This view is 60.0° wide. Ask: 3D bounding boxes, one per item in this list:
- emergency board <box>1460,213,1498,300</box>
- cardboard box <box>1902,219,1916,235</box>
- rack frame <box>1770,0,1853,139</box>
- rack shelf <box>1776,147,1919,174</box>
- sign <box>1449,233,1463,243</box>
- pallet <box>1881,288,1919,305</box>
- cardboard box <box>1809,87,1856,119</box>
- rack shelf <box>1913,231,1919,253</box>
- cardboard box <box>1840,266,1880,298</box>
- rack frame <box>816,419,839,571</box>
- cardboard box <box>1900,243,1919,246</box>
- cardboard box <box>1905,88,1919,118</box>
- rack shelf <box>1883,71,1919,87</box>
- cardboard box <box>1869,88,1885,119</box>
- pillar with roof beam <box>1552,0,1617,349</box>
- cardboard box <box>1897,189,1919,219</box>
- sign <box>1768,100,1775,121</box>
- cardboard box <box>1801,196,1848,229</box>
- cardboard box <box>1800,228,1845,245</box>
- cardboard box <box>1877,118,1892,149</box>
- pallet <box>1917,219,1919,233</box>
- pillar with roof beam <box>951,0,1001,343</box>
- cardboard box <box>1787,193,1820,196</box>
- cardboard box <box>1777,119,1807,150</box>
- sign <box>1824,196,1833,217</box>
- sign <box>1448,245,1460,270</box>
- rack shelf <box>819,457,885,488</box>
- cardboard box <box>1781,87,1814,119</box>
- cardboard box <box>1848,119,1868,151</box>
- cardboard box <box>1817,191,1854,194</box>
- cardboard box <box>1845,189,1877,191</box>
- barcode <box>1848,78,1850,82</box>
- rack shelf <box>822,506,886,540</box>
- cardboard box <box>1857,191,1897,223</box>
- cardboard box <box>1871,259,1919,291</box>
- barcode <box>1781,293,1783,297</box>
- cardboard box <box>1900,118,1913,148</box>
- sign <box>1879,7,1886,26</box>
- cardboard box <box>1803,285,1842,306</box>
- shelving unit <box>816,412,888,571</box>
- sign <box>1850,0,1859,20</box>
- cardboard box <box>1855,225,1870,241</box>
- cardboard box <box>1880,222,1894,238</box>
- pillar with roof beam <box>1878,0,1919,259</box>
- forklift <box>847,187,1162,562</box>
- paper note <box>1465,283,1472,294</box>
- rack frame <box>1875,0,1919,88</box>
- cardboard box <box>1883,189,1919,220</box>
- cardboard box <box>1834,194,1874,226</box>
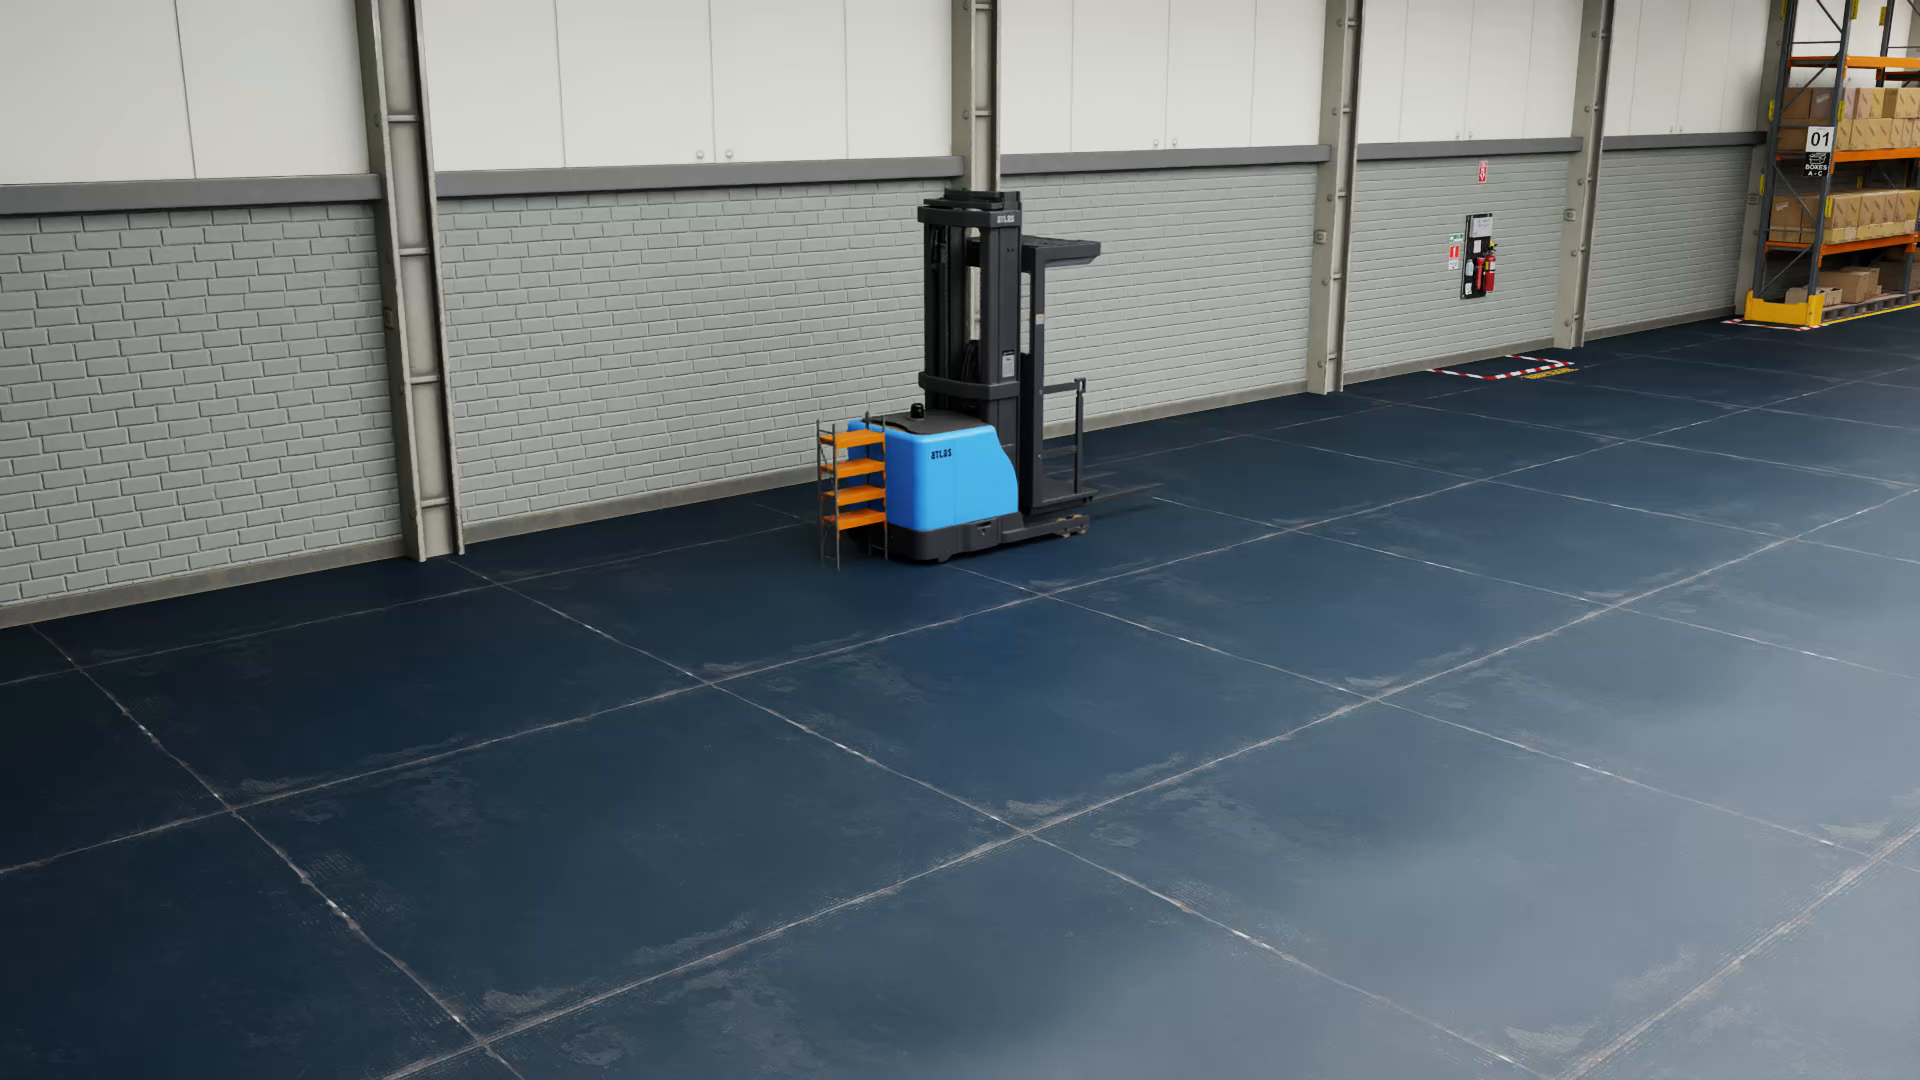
[{"bbox_3d":[7.325,-3.971,23.305,0.643,1.169,0.194,-13,19,-39],"label":"emergency board"},{"bbox_3d":[16.639,-5.587,29.607,0.500,0.250,0.500,-13,19,-39],"label":"cardboard box"},{"bbox_3d":[13.780,-8.010,26.801,0.127,3.000,1.000,-13,19,-39],"label":"rack frame"},{"bbox_3d":[15.289,-6.552,28.549,4.000,0.370,1.077,-13,19,-39],"label":"rack shelf"},{"bbox_3d":[6.849,-4.170,22.952,0.331,0.109,0.001,-13,19,-39],"label":"sign"},{"bbox_3d":[17.384,-4.574,30.966,1.213,0.211,1.003,-13,19,-39],"label":"pallet"},{"bbox_3d":[14.230,-7.120,27.111,0.500,0.500,0.500,14,21,43],"label":"cardboard box"},{"bbox_3d":[18.306,-5.781,31.473,4.000,0.370,1.077,-13,19,-39],"label":"rack shelf"},{"bbox_3d":[16.041,-4.611,29.690,0.500,0.500,0.500,14,21,43],"label":"cardboard box"},{"bbox_3d":[-1.054,-0.354,13.250,0.015,1.200,0.240,-13,20,-38],"label":"rack frame"},{"bbox_3d":[18.062,-5.449,31.374,0.500,0.250,0.500,-13,20,-41],"label":"cardboard box"},{"bbox_3d":[16.189,-7.547,28.707,0.500,0.500,0.500,-11,19,-36],"label":"cardboard box"},{"bbox_3d":[18.306,-8.486,30.750,4.000,0.370,1.077,-13,19,-39],"label":"rack shelf"},{"bbox_3d":[15.021,-7.284,27.725,0.500,0.500,0.500,-12,19,-38],"label":"cardboard box"},{"bbox_3d":[12.040,-6.443,20.932,0.400,9.000,9.100,-13,19,-39],"label":"pillar with roof beam"},{"bbox_3d":[17.204,-6.130,30.340,0.500,0.500,0.700,-13,19,-39],"label":"cardboard box"},{"bbox_3d":[13.431,-7.100,27.491,0.005,0.325,0.100,-13,19,-39],"label":"sign"},{"bbox_3d":[14.338,-5.434,27.579,0.500,0.500,0.500,-13,19,-39],"label":"cardboard box"},{"bbox_3d":[14.357,-5.070,27.670,0.500,0.250,0.500,-13,20,-41],"label":"cardboard box"},{"bbox_3d":[15.404,-6.895,28.204,0.500,0.500,0.500,-11,19,-36],"label":"cardboard box"},{"bbox_3d":[17.470,-5.798,30.515,1.213,0.211,1.003,-13,19,-39],"label":"pallet"},{"bbox_3d":[2.987,-4.410,13.322,0.400,9.000,9.100,-13,19,-39],"label":"pillar with roof beam"},{"bbox_3d":[14.382,-5.616,28.261,0.500,0.500,0.500,-12,19,-39],"label":"cardboard box"},{"bbox_3d":[13.929,-6.739,27.621,0.500,0.500,0.500,-11,18,-35],"label":"cardboard box"},{"bbox_3d":[14.136,-5.424,27.068,0.005,0.325,0.100,-13,19,-39],"label":"sign"},{"bbox_3d":[6.840,-3.915,23.024,0.234,0.329,0.001,-13,19,-39],"label":"sign"},{"bbox_3d":[-0.868,-0.547,13.360,0.480,0.148,0.258,-13,20,-38],"label":"rack shelf"},{"bbox_3d":[13.934,-7.226,27.507,0.500,0.500,0.500,-12,19,-37],"label":"cardboard box"},{"bbox_3d":[14.625,-6.711,27.517,0.500,0.500,0.500,-11,19,-36],"label":"cardboard box"},{"bbox_3d":[15.149,-5.790,28.911,0.500,0.500,0.500,-12,19,-39],"label":"cardboard box"},{"bbox_3d":[15.913,-5.963,29.560,0.500,0.500,0.500,-13,20,-40],"label":"cardboard box"},{"bbox_3d":[15.467,-8.005,28.911,0.075,0.075,0.001,-13,19,-39],"label":"barcode"},{"bbox_3d":[-0.865,-0.140,13.471,0.480,0.148,0.258,-13,20,-38],"label":"rack shelf"},{"bbox_3d":[15.884,-5.780,28.874,0.500,0.500,0.500,-13,20,-41],"label":"cardboard box"},{"bbox_3d":[17.342,-4.922,30.856,0.500,0.500,0.700,-12,19,-38],"label":"cardboard box"},{"bbox_3d":[14.112,-4.210,28.540,0.075,0.075,0.001,-13,19,-39],"label":"barcode"},{"bbox_3d":[16.189,-7.080,28.897,0.500,0.500,0.500,14,20,42],"label":"cardboard box"},{"bbox_3d":[16.429,-9.323,29.597,0.005,0.325,0.100,-13,19,-39],"label":"sign"},{"bbox_3d":[14.791,-4.222,28.600,0.500,0.311,0.500,-11,18,-35],"label":"cardboard box"},{"bbox_3d":[-0.867,-0.396,13.402,0.503,1.200,0.258,-13,20,-38],"label":"shelving unit"},{"bbox_3d":[14.136,-8.394,26.274,0.005,0.325,0.100,-13,19,-39],"label":"sign"},{"bbox_3d":[15.127,-5.246,28.328,0.500,0.250,0.500,-13,20,-40],"label":"cardboard box"},{"bbox_3d":[15.889,-5.416,28.967,0.500,0.250,0.500,-13,20,-40],"label":"cardboard box"},{"bbox_3d":[21.093,-8.475,28.543,0.400,9.000,9.100,-13,19,-39],"label":"pillar with roof beam"},{"bbox_3d":[0.498,-1.530,14.297,3.031,2.935,1.130,-12,19,-39],"label":"forklift"},{"bbox_3d":[7.146,-3.529,23.356,0.142,0.148,0.016,-13,19,-39],"label":"paper note"},{"bbox_3d":[16.798,-8.688,29.337,0.127,3.000,1.000,-13,19,-39],"label":"rack frame"},{"bbox_3d":[16.644,-5.949,29.506,0.500,0.500,0.500,-13,20,-39],"label":"cardboard box"},{"bbox_3d":[15.111,-5.602,28.208,0.500,0.500,0.500,-13,20,-41],"label":"cardboard box"}]
